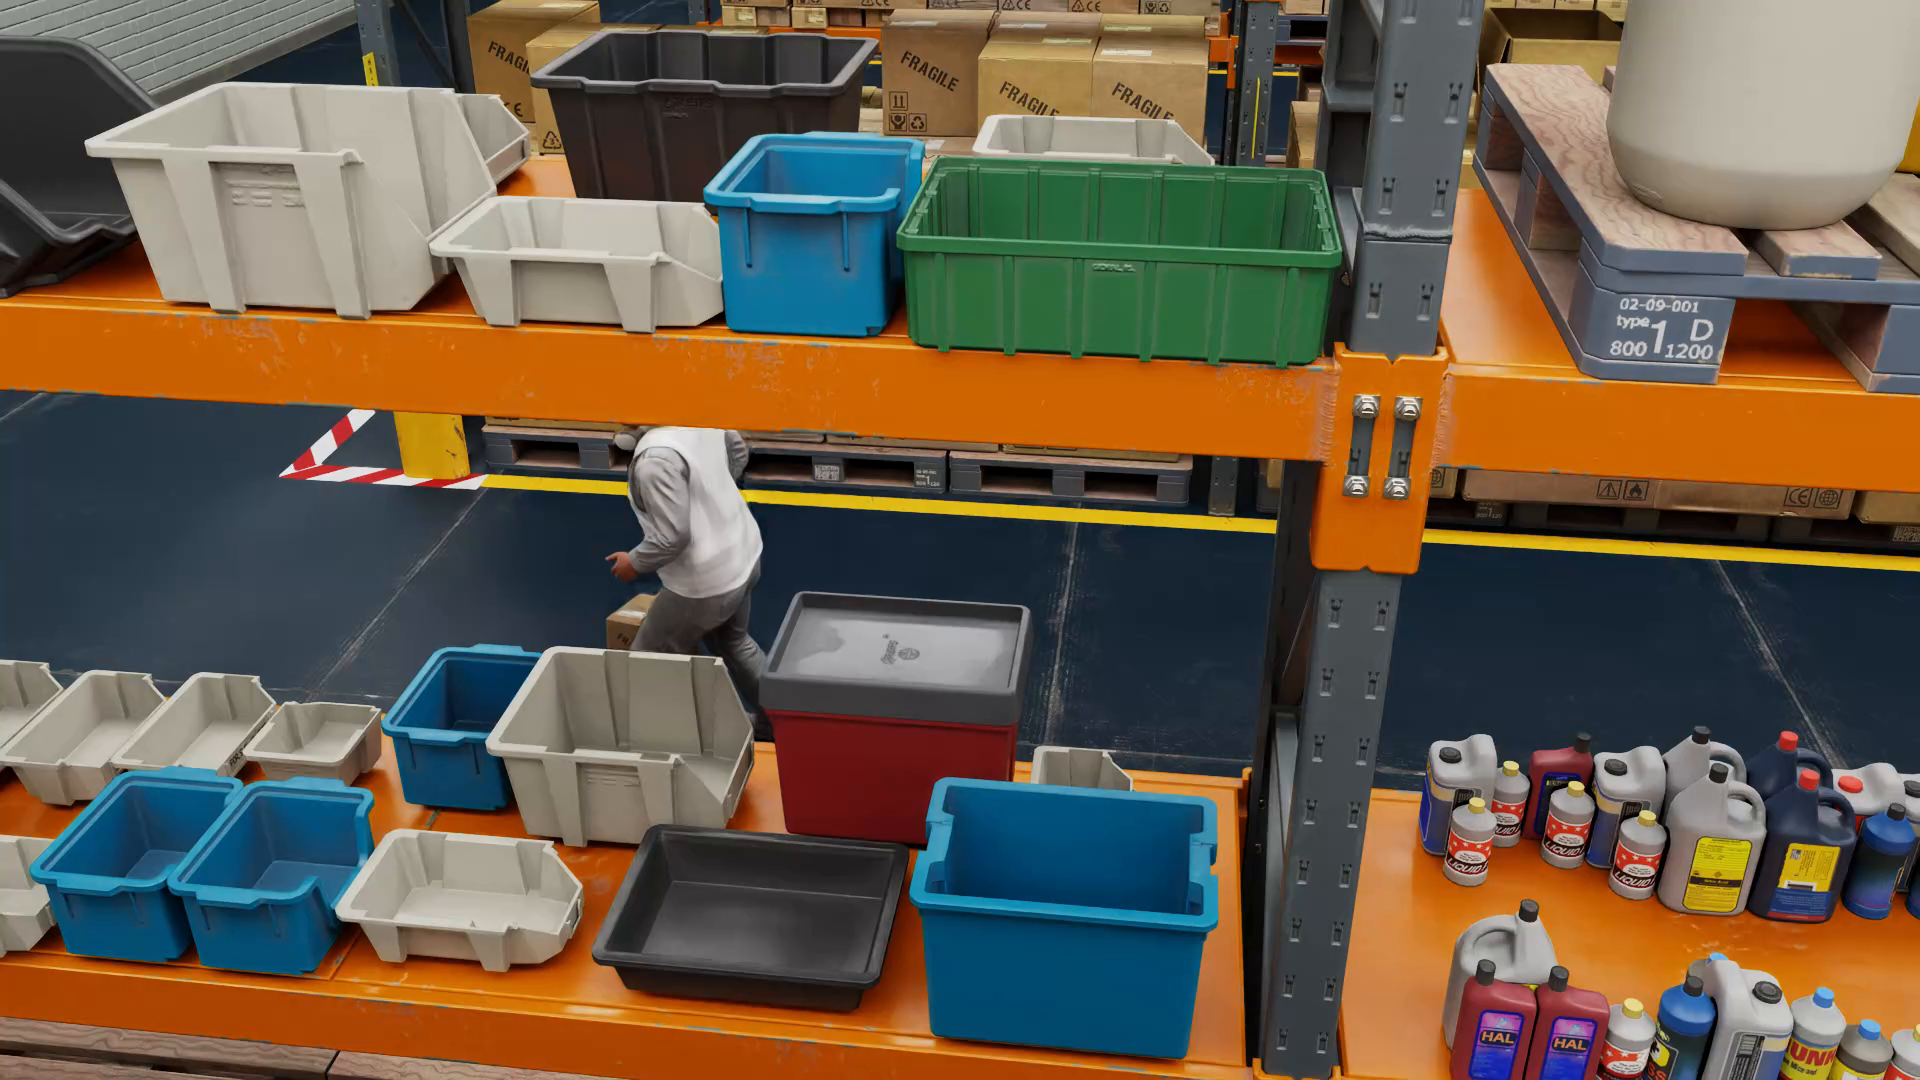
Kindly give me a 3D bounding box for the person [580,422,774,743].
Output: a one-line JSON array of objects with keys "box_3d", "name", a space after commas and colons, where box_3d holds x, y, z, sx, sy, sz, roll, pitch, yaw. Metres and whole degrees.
[{"box_3d": [-1.018, 0.121, 5.968, 0.681, 1.680, 0.689, 4, 29, 8], "name": "person"}]
